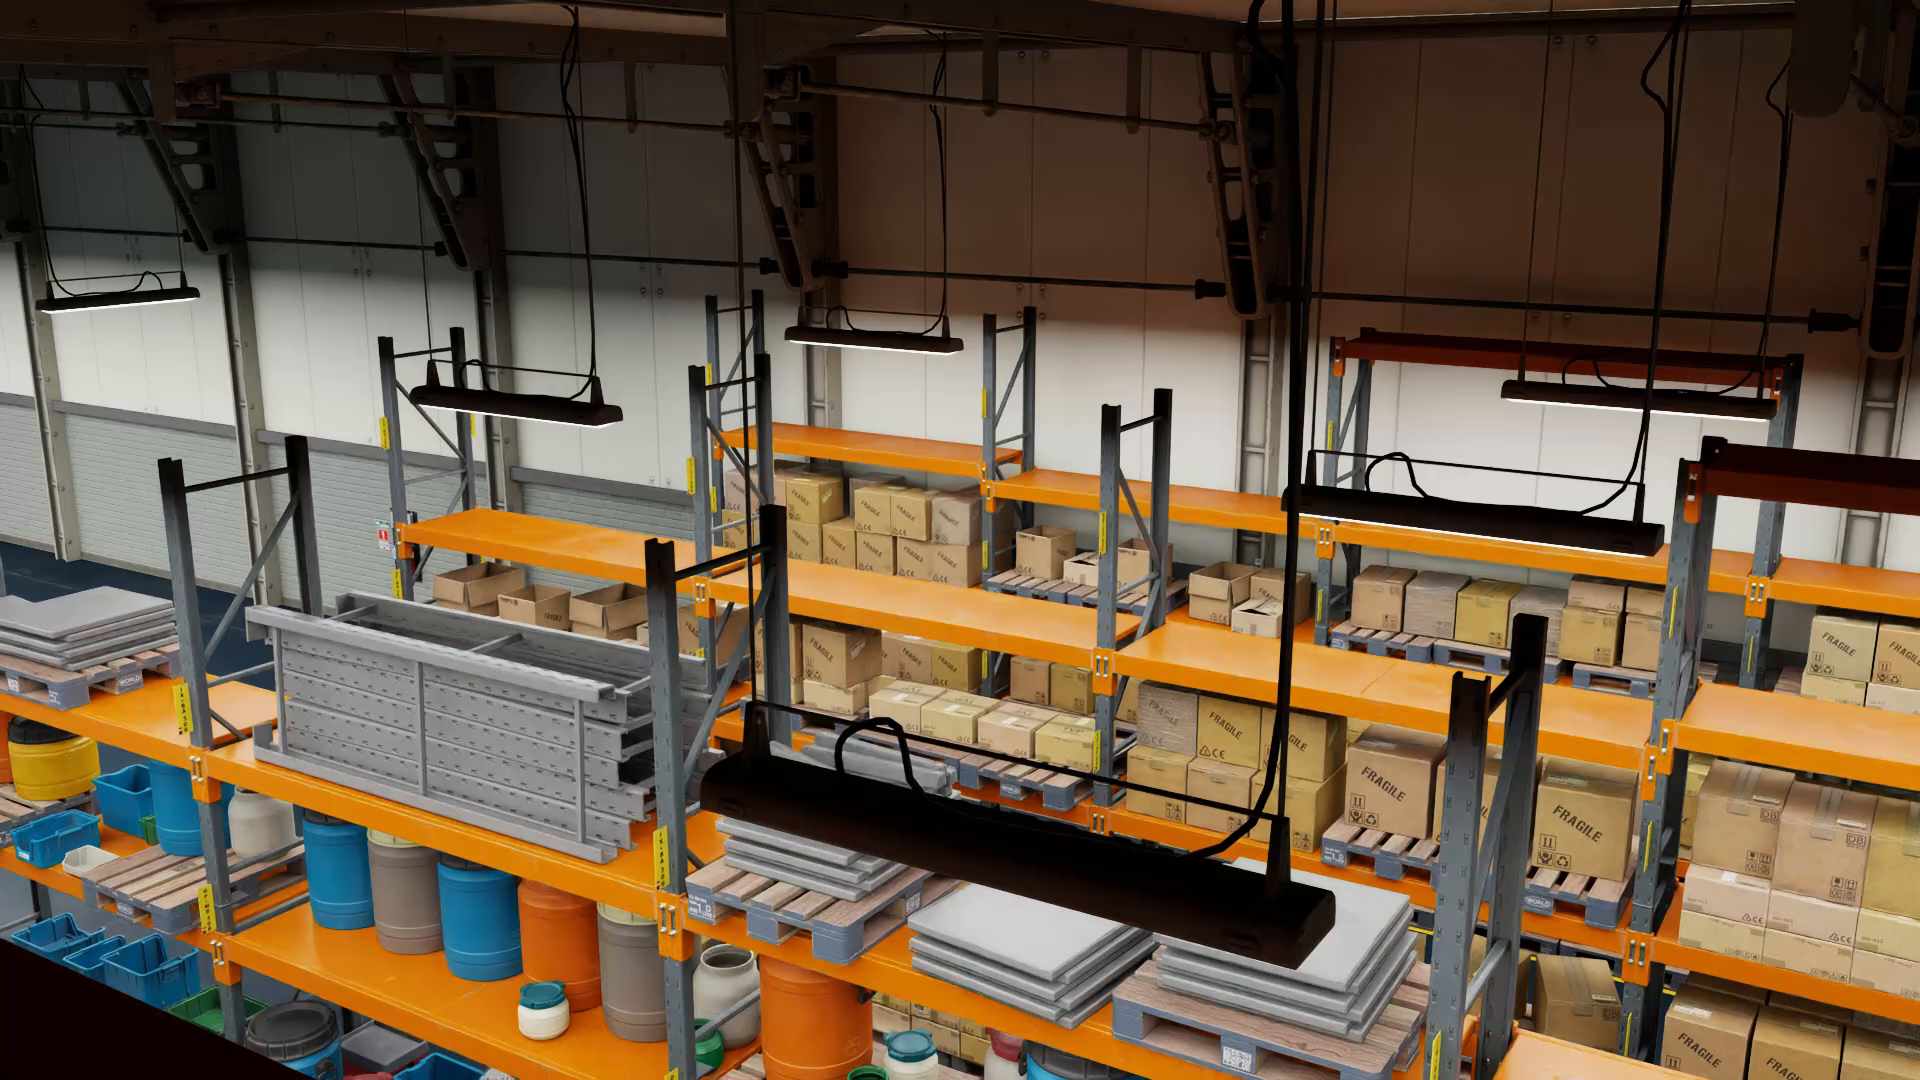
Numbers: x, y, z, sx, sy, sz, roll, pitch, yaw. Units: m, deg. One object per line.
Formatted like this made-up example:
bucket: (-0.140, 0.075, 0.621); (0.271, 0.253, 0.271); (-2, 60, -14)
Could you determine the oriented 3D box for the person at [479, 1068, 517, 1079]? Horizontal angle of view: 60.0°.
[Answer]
person: (-3.164, 4.413, 11.579); (0.937, 1.635, 0.454); (1, 14, 5)
